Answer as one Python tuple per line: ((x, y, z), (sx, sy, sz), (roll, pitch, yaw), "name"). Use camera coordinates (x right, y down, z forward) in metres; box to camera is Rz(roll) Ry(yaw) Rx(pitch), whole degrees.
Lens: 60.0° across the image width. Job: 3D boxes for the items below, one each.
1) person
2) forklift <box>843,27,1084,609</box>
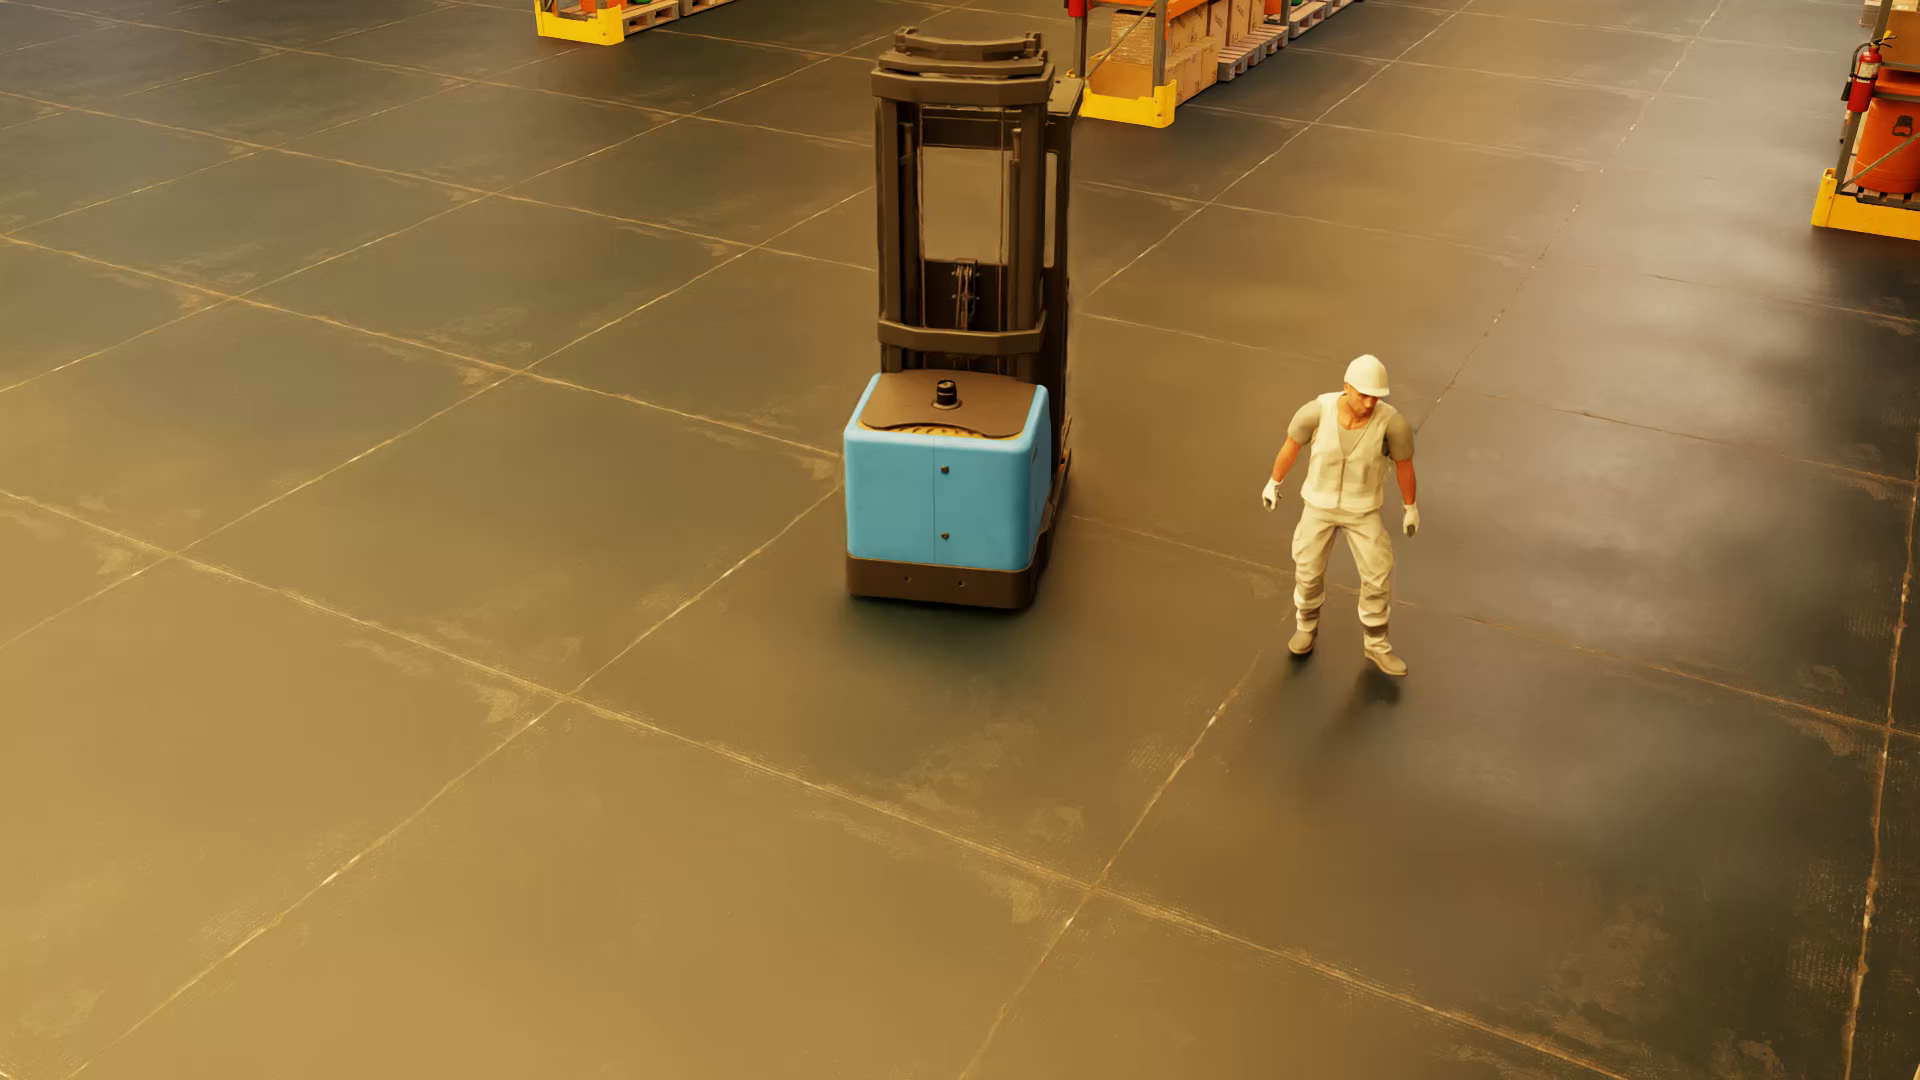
((1.956, -0.151, 8.445), (0.866, 1.745, 0.442), (9, 31, 15), "person")
((0.112, -1.607, 9.854), (1.130, 2.935, 3.031), (5, 30, 8), "forklift")
